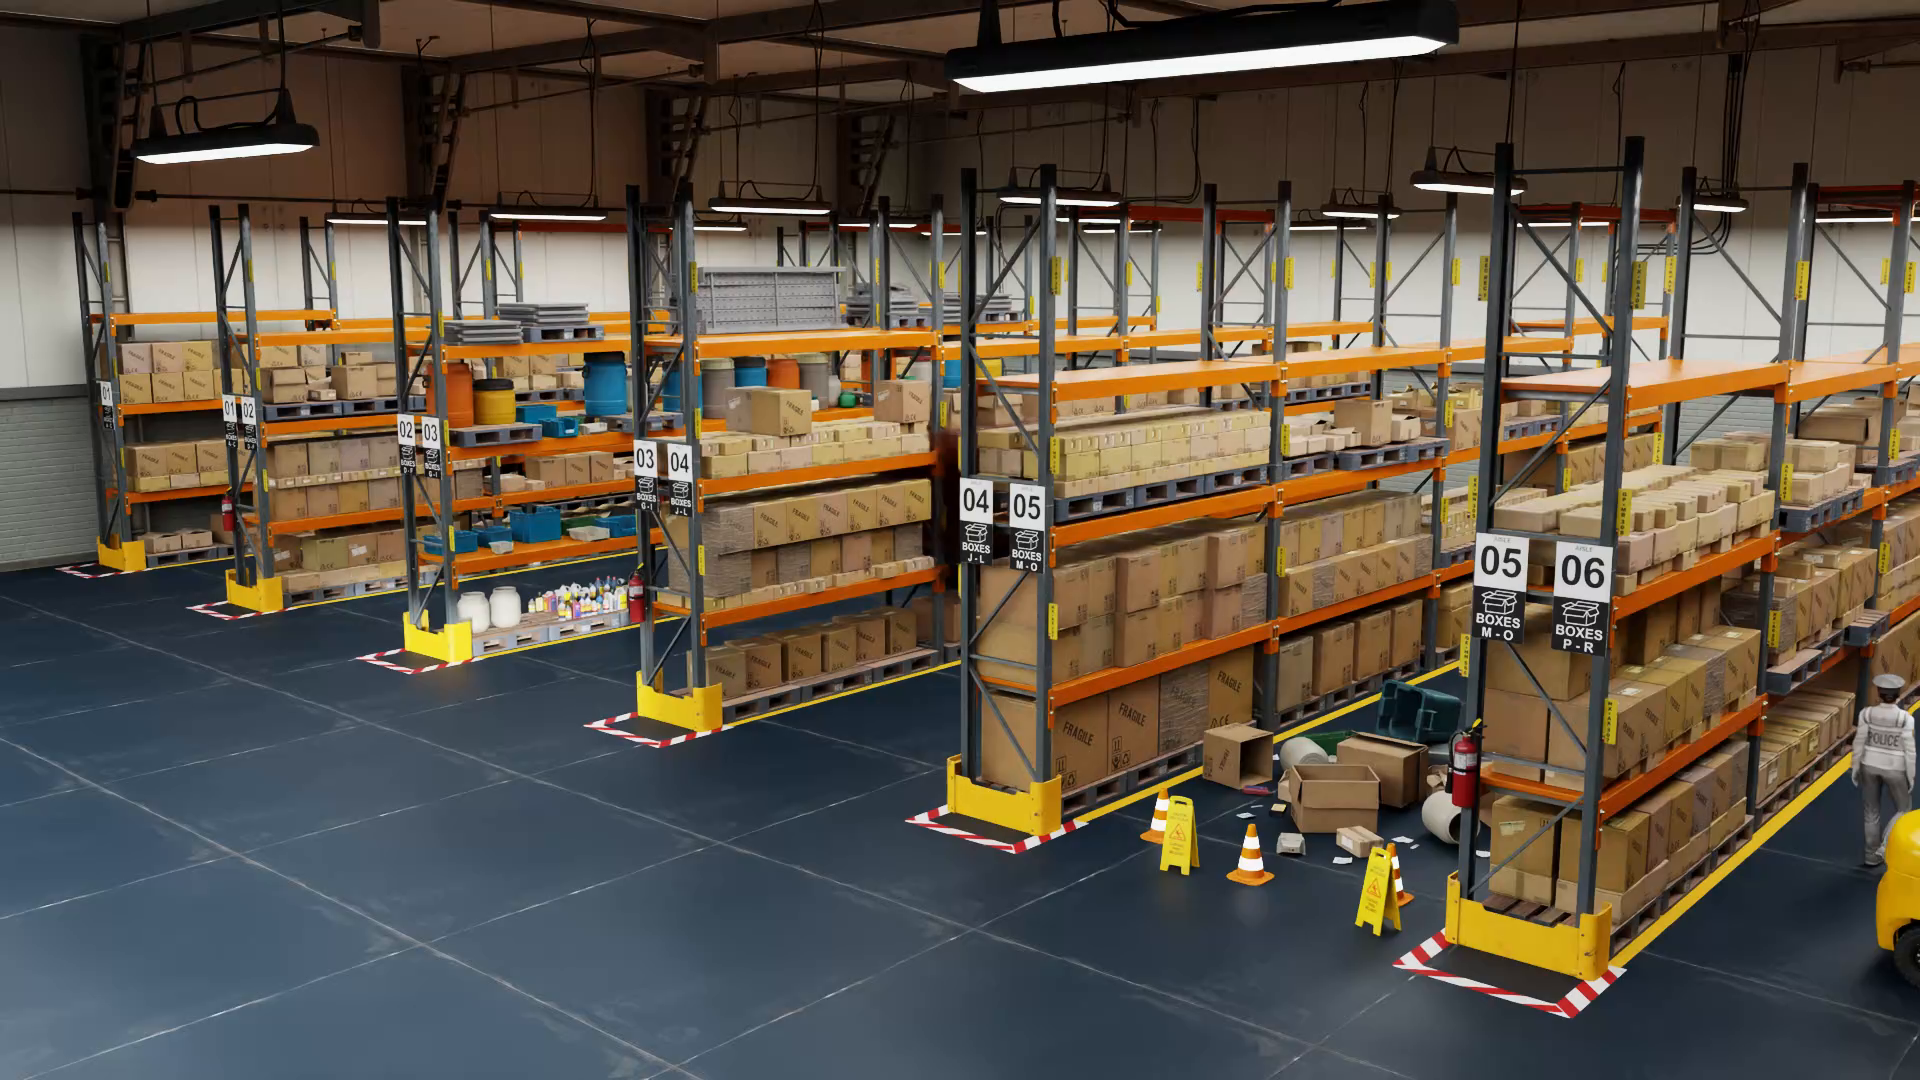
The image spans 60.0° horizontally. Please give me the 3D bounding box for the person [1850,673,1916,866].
[{"bbox_3d":[7.917,2.001,14.271,0.522,1.673,0.504,8,13,41],"label":"person"}]
